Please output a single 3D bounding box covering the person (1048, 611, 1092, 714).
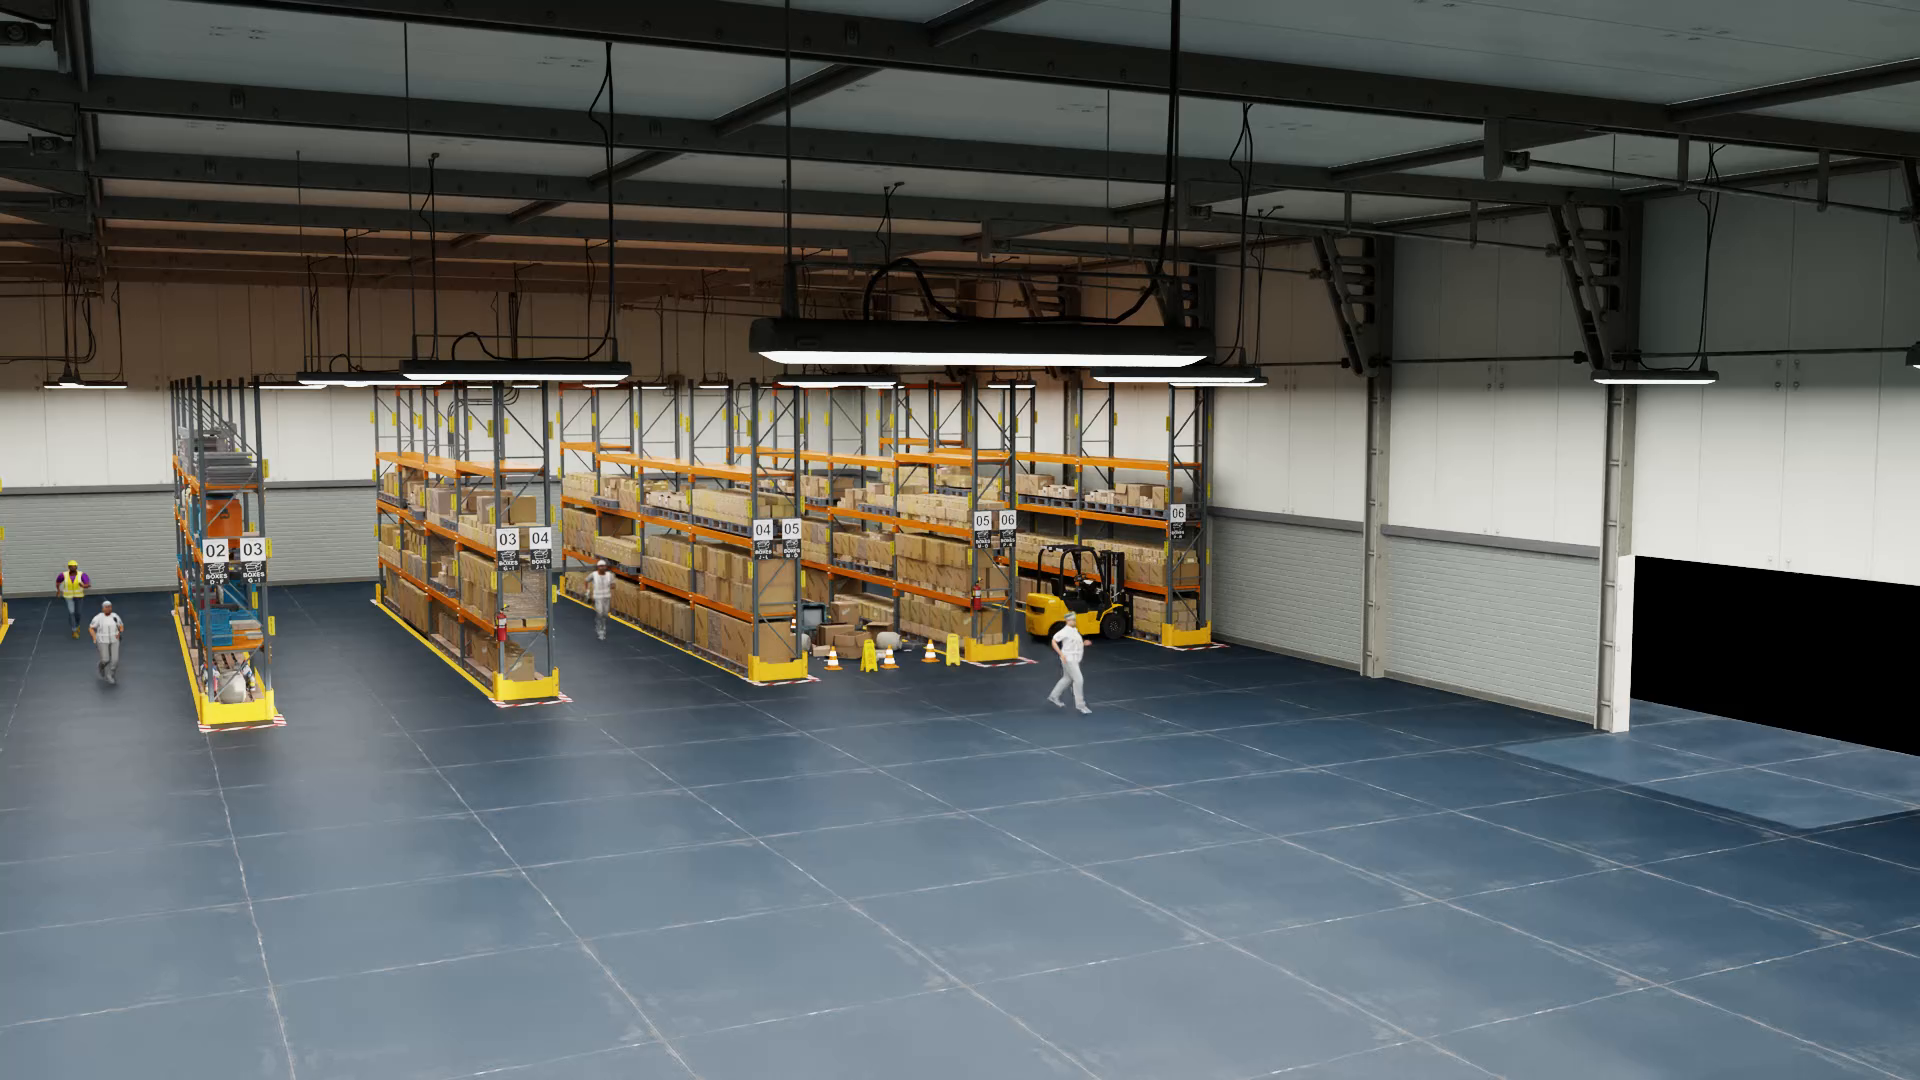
[{"bbox_3d":[1.978,2.183,29.815,0.882,1.821,0.648,2,5,20],"label":"person"}]

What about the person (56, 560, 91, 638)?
[{"bbox_3d":[-20.722,1.353,38.891,0.681,1.775,0.964,-3,6,-34],"label":"person"}]

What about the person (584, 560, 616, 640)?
[{"bbox_3d":[-8.351,1.385,38.744,0.666,1.844,0.802,-3,6,-31],"label":"person"}]

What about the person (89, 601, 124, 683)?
[{"bbox_3d":[-16.758,2.013,32.717,0.608,1.623,0.549,-4,7,-39],"label":"person"}]
